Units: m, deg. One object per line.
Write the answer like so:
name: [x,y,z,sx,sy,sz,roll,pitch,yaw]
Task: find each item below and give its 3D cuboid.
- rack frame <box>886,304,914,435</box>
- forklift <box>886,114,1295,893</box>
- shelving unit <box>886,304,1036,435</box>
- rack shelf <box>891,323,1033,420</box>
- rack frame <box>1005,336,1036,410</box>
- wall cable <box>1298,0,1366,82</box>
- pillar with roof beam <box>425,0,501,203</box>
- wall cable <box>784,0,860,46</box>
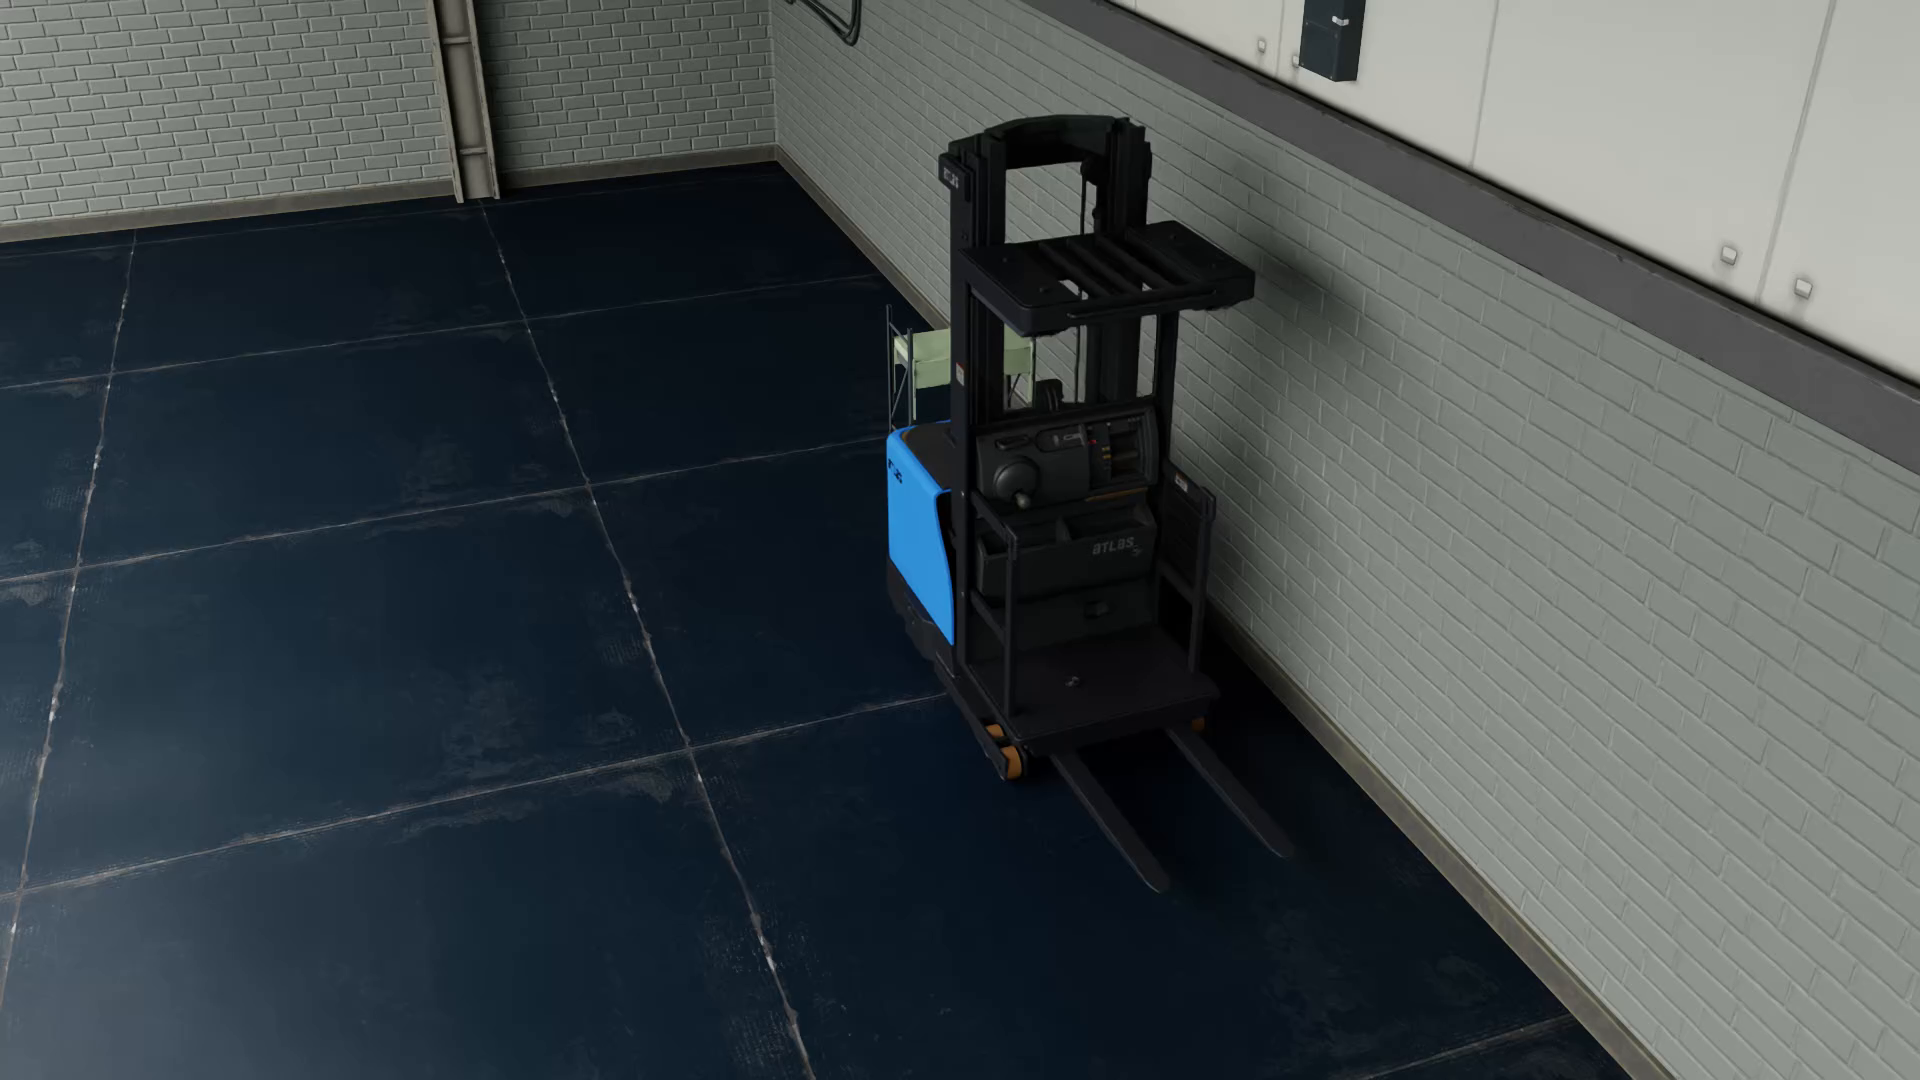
rack frame: [-0.337,-0.590,9.620,0.023,1.500,0.400,-10,31,-18]
forklift: [0.598,-0.345,7.746,1.130,2.935,3.031,-11,31,-19]
shelving unit: [0.006,-0.653,9.731,0.755,1.500,0.431,-10,31,-18]
rack shelf: [0.006,-0.992,9.538,0.720,0.370,0.431,-10,31,-18]
rack frame: [0.349,-0.716,9.842,0.023,1.500,0.400,-10,31,-18]
wall cable: [1.917,-4.157,4.872,0.169,6.003,2.305,-10,31,-18]
pillar with roof beam: [-3.099,-5.195,10.128,0.400,9.000,9.100,-10,31,-18]
wall cable: [-1.378,-5.738,14.218,0.112,2.526,3.097,-10,31,-18]
